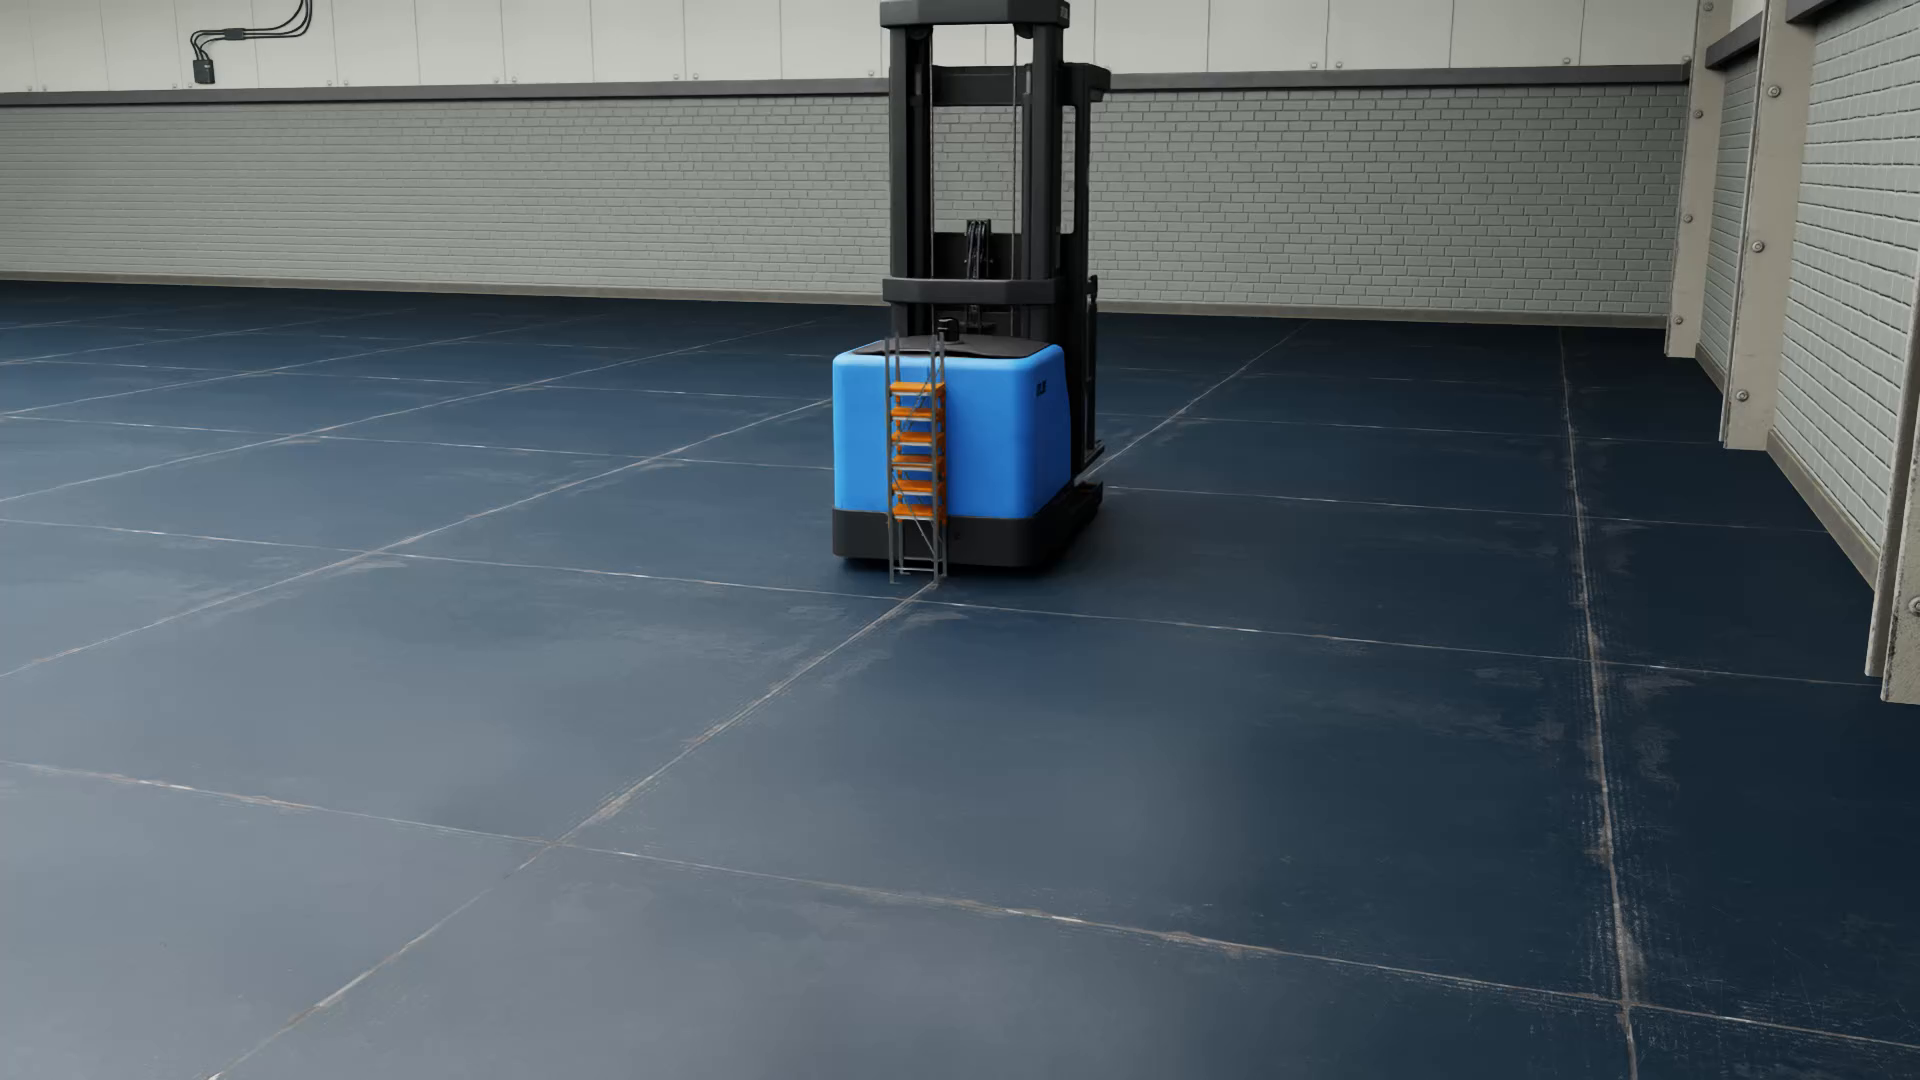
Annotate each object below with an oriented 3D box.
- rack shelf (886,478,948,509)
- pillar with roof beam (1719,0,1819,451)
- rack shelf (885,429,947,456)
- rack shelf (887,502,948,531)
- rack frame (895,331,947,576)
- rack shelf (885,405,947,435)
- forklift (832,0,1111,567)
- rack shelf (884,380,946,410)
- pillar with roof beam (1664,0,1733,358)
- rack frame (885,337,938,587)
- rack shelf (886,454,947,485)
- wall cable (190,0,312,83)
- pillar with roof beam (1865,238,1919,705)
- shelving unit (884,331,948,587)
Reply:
[{"bbox_3d":[-0.206,-0.225,7.998,0.258,0.103,0.180,3,16,13],"label":"rack shelf"},{"bbox_3d":[1.580,-5.379,12.333,9.100,9.000,0.400,4,14,18],"label":"pillar with roof beam"},{"bbox_3d":[-0.208,-0.456,7.935,0.258,0.103,0.180,3,16,13],"label":"rack shelf"},{"bbox_3d":[-0.204,-0.109,8.030,0.258,0.103,0.180,3,16,13],"label":"rack shelf"},{"bbox_3d":[-0.187,-0.407,8.041,0.240,1.200,0.006,3,16,13],"label":"rack frame"},{"bbox_3d":[-0.209,-0.572,7.903,0.258,0.103,0.180,3,16,13],"label":"rack shelf"},{"bbox_3d":[0.219,-1.576,9.307,1.130,2.935,3.031,3,13,14],"label":"forklift"},{"bbox_3d":[-0.210,-0.688,7.872,0.258,0.103,0.180,3,16,13],"label":"rack shelf"},{"bbox_3d":[3.521,-6.643,17.868,9.100,9.000,0.400,4,14,18],"label":"pillar with roof beam"},{"bbox_3d":[-0.228,-0.360,7.869,0.240,1.200,0.006,3,16,13],"label":"rack frame"},{"bbox_3d":[-0.207,-0.341,7.967,0.258,0.103,0.180,3,16,13],"label":"rack shelf"},{"bbox_3d":[-11.029,-10.097,25.360,2.305,6.003,0.169,4,14,18],"label":"wall cable"},{"bbox_3d":[-0.362,-4.116,6.798,9.100,9.000,0.400,4,14,18],"label":"pillar with roof beam"},{"bbox_3d":[-0.207,-0.384,7.955,0.258,1.200,0.189,3,16,13],"label":"shelving unit"}]
